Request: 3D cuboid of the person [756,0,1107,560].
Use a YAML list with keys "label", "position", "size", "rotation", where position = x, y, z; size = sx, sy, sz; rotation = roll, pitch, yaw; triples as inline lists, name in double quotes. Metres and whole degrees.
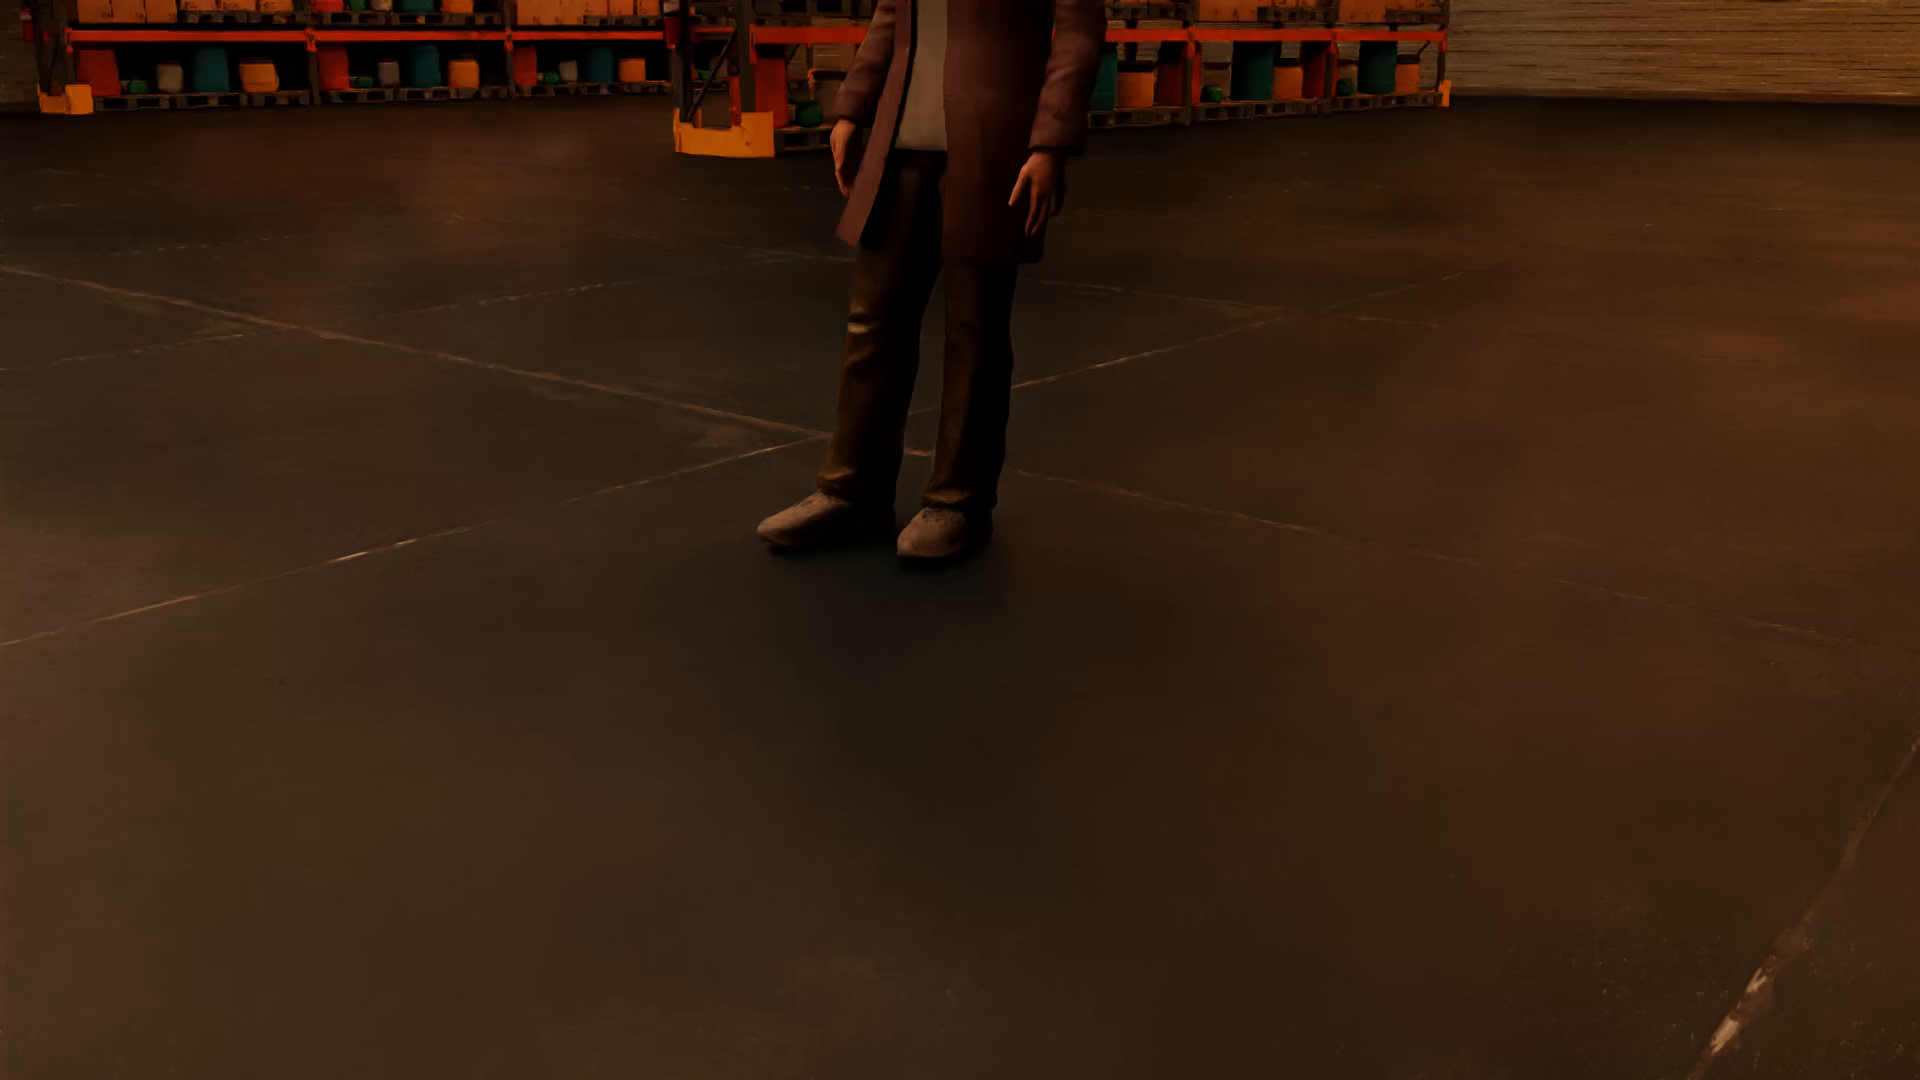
- label: "person"
  position: [-0.062, -0.837, 3.617]
  size: [0.694, 1.776, 0.580]
  rotation: [13, 21, 37]
